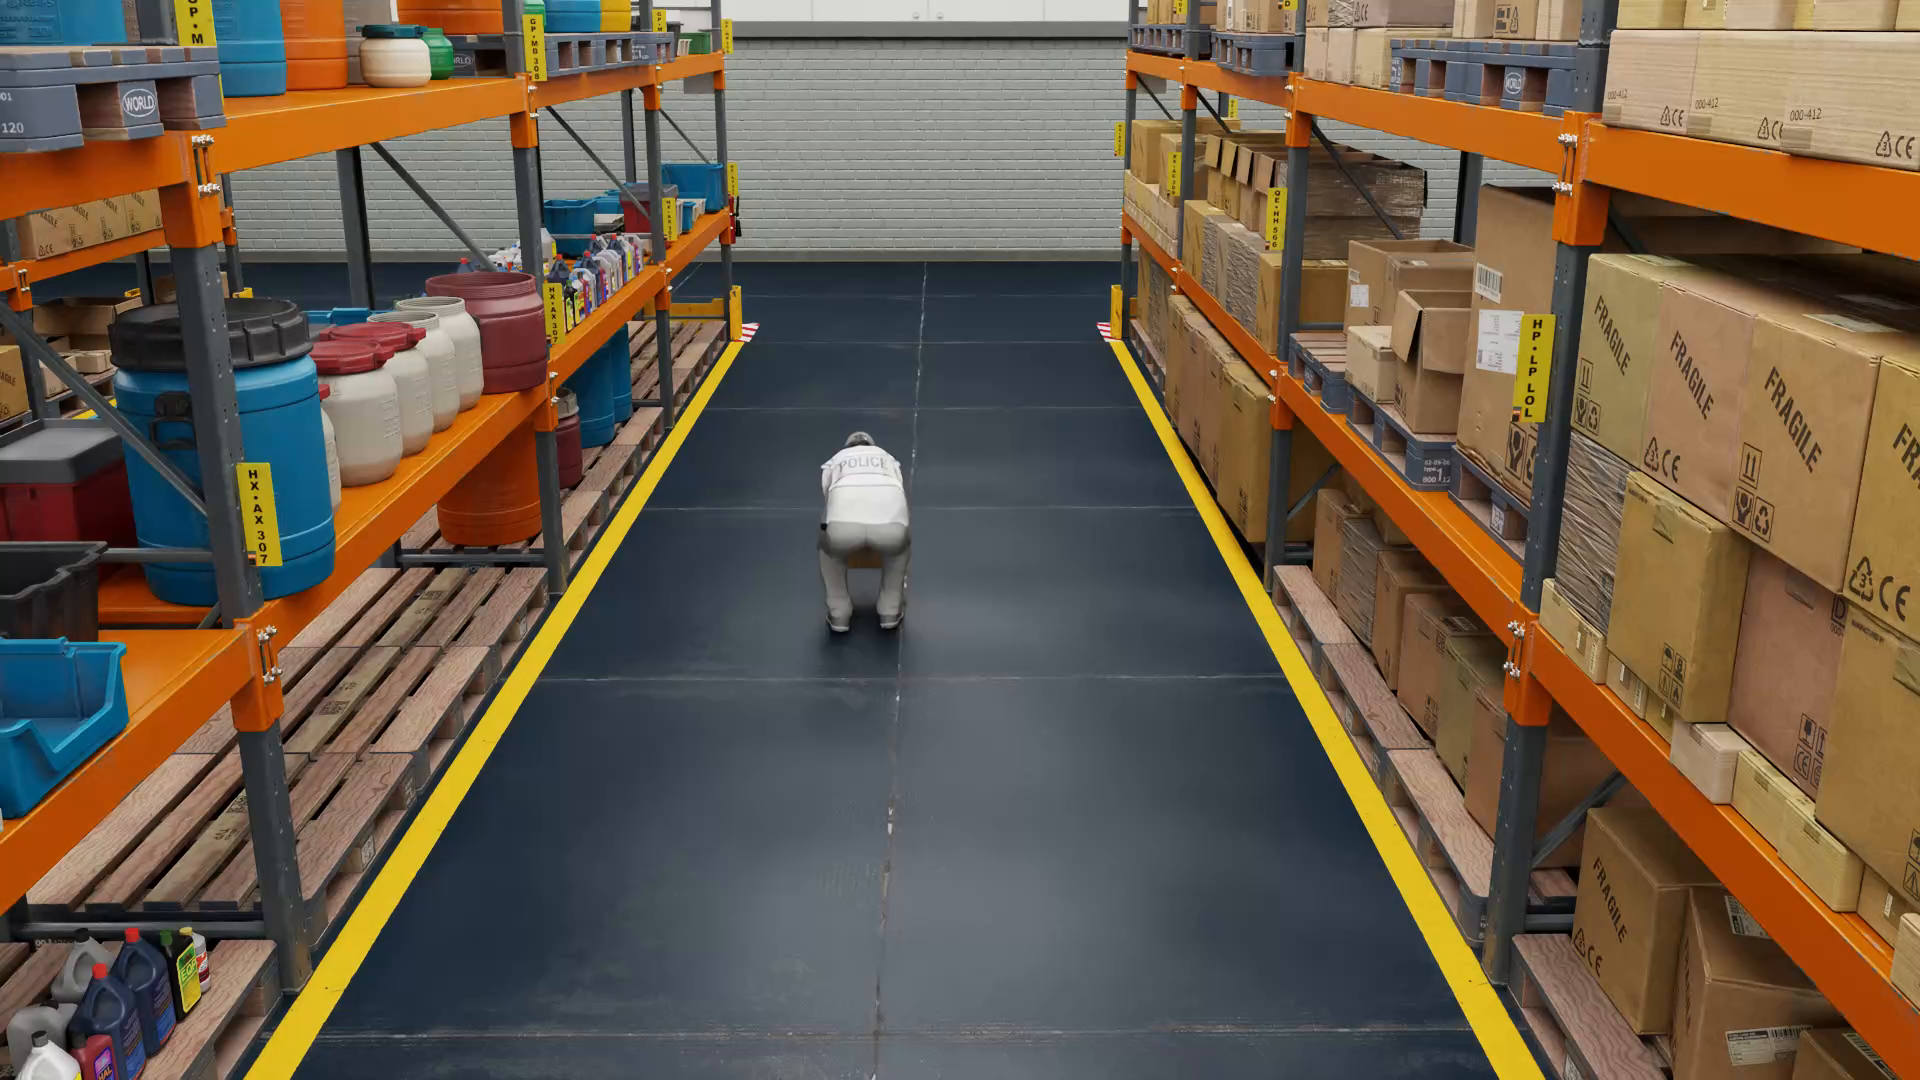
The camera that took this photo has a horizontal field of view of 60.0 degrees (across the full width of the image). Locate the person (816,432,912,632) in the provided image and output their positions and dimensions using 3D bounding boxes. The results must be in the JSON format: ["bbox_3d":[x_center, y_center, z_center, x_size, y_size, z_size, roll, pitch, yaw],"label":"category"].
[{"bbox_3d":[-0.514,-0.032,8.875,0.514,0.942,0.921,-1,17,-3],"label":"person"}]
